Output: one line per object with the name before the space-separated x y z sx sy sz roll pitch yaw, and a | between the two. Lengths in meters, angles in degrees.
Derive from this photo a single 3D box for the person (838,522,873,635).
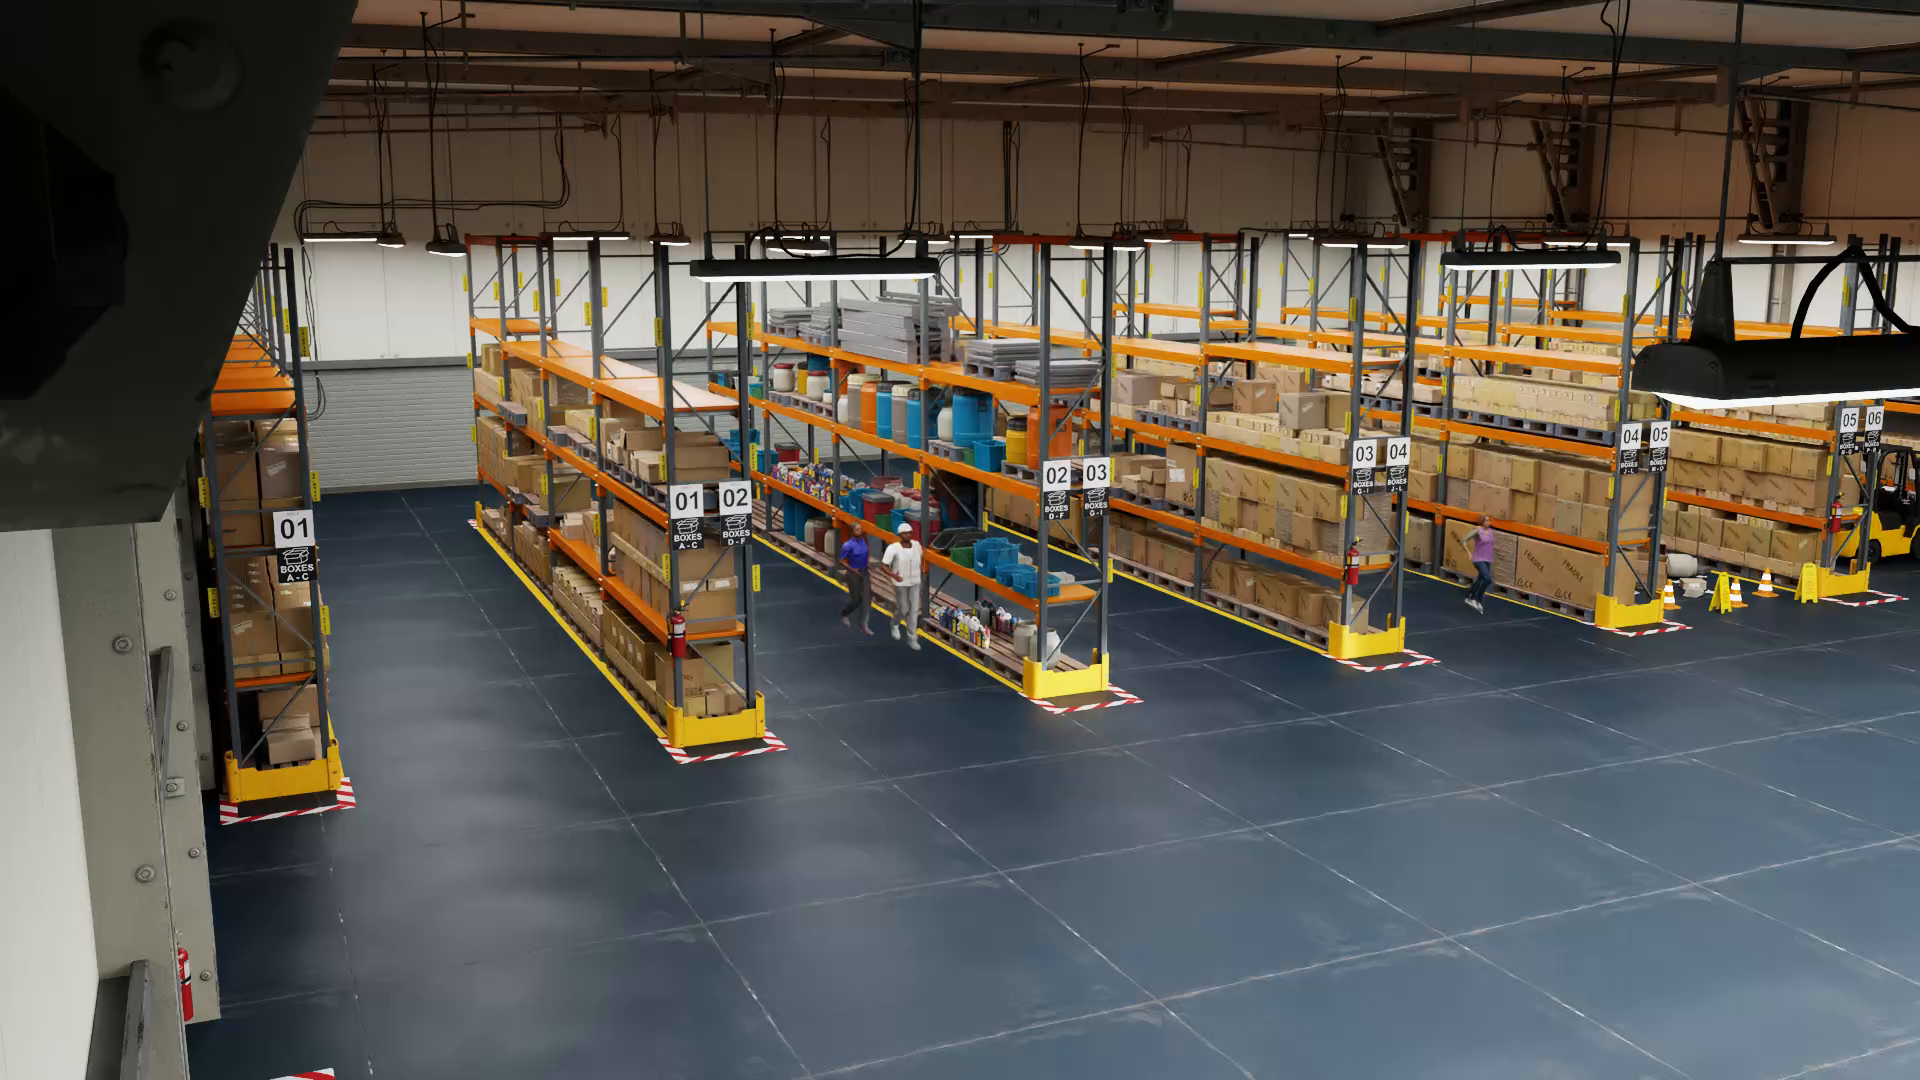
person | -1.510 0.551 24.526 0.579 1.650 0.685 -10 15 -42

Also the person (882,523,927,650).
person | -0.763 0.637 23.781 0.707 1.779 0.813 -5 12 -26

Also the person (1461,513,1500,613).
person | 8.485 0.368 27.030 0.503 1.617 0.682 -7 13 -32
